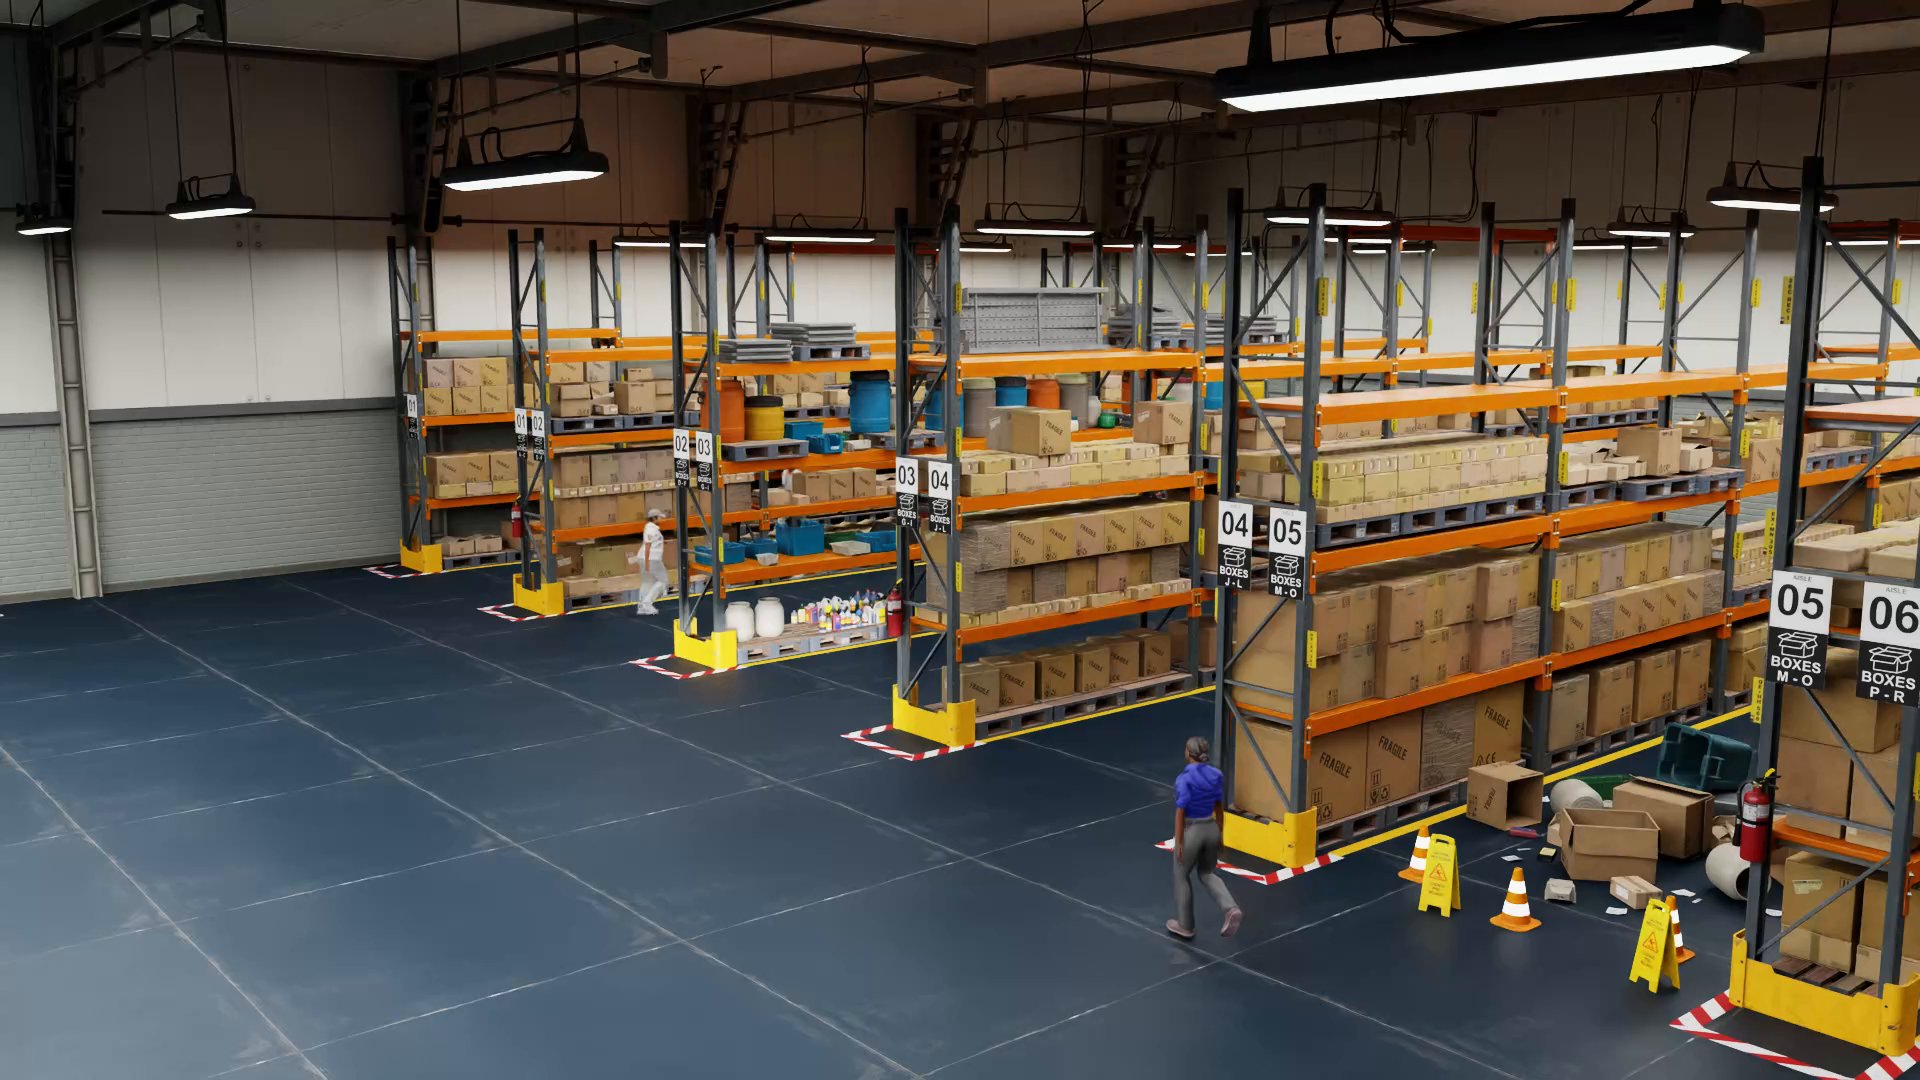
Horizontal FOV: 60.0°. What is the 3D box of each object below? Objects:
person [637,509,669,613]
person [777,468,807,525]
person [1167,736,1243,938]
[{"bbox_3d":[-4.842,0.335,26.157,0.499,1.646,0.538,-5,10,-27],"label":"person"},{"bbox_3d":[-3.421,-0.808,33.151,0.671,1.738,1.025,8,12,41],"label":"person"},{"bbox_3d":[1.904,2.356,13.065,0.455,1.623,0.671,-6,10,-32],"label":"person"}]
